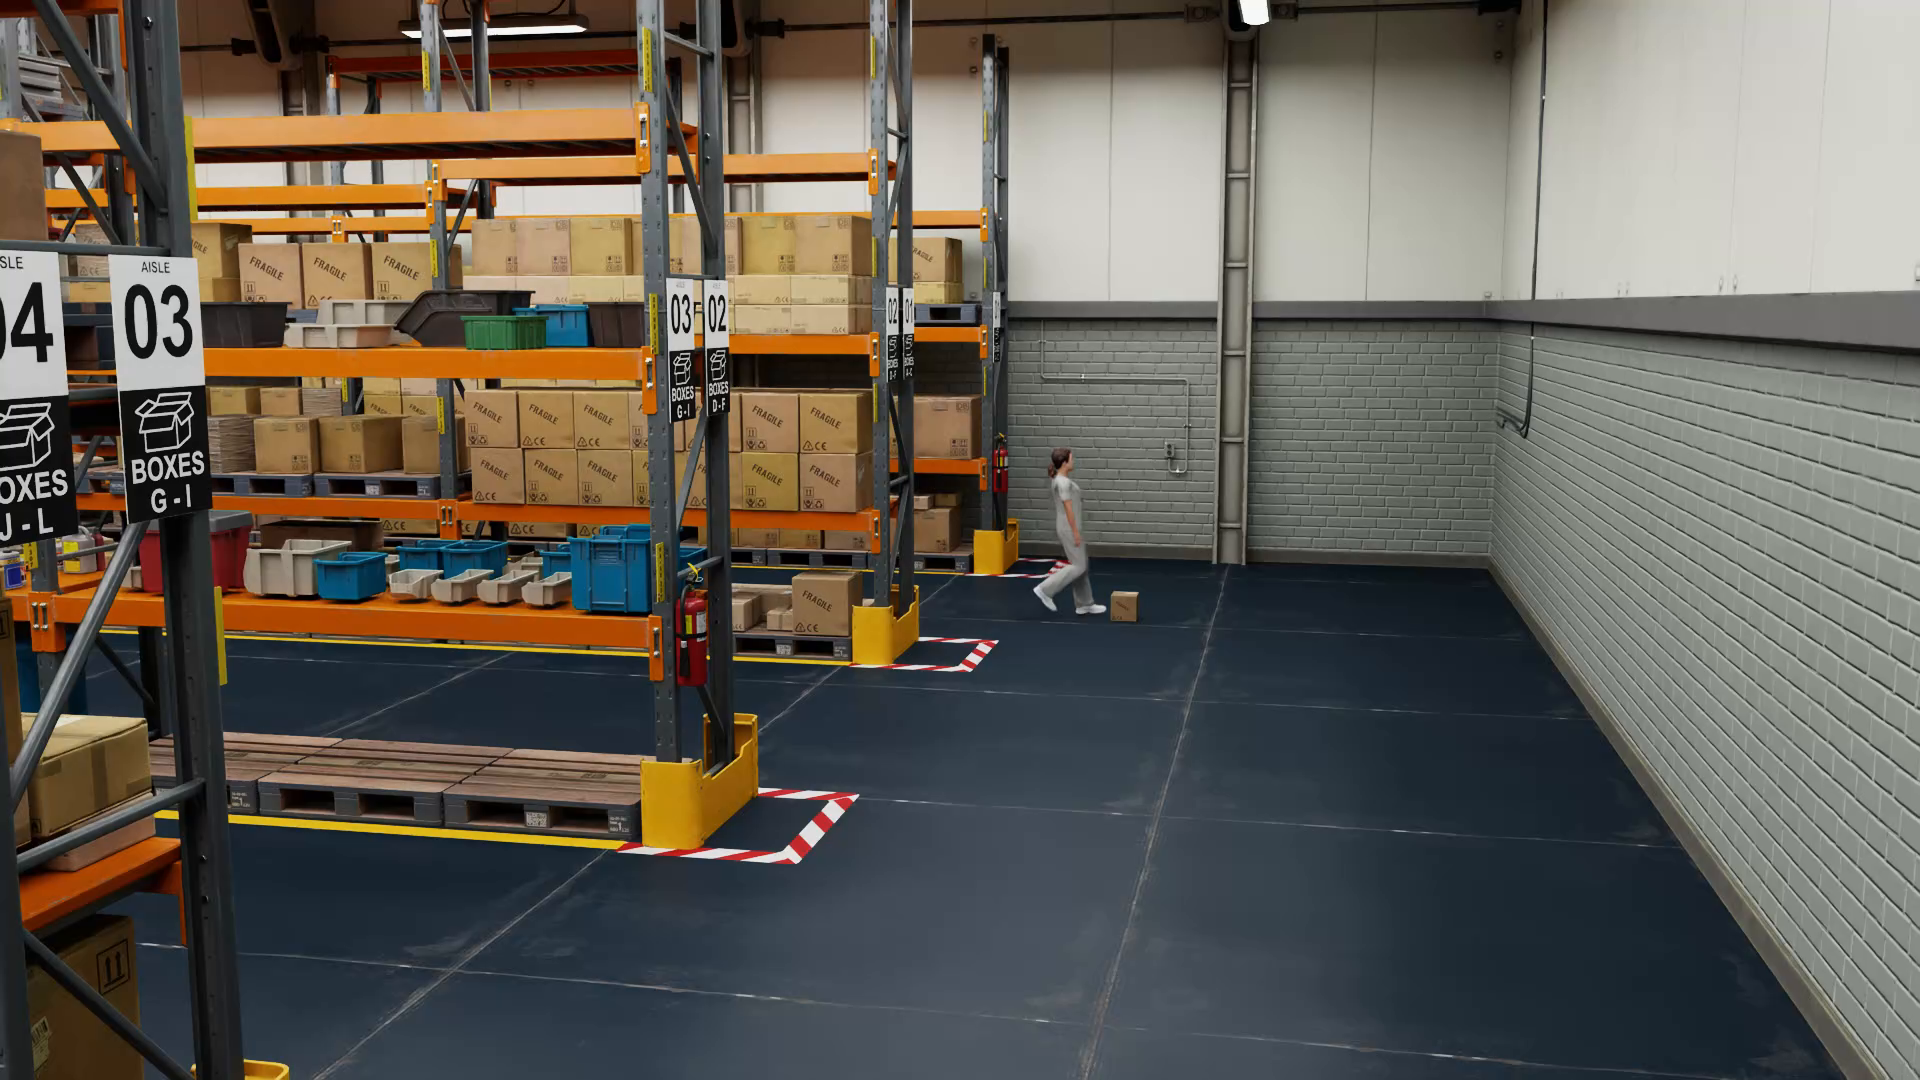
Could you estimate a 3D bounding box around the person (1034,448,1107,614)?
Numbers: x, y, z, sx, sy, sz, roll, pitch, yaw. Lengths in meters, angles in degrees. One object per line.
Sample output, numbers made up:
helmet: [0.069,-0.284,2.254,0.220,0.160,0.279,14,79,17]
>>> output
person: [1.087,-0.082,16.304,0.739,1.653,0.460,0,8,-1]
